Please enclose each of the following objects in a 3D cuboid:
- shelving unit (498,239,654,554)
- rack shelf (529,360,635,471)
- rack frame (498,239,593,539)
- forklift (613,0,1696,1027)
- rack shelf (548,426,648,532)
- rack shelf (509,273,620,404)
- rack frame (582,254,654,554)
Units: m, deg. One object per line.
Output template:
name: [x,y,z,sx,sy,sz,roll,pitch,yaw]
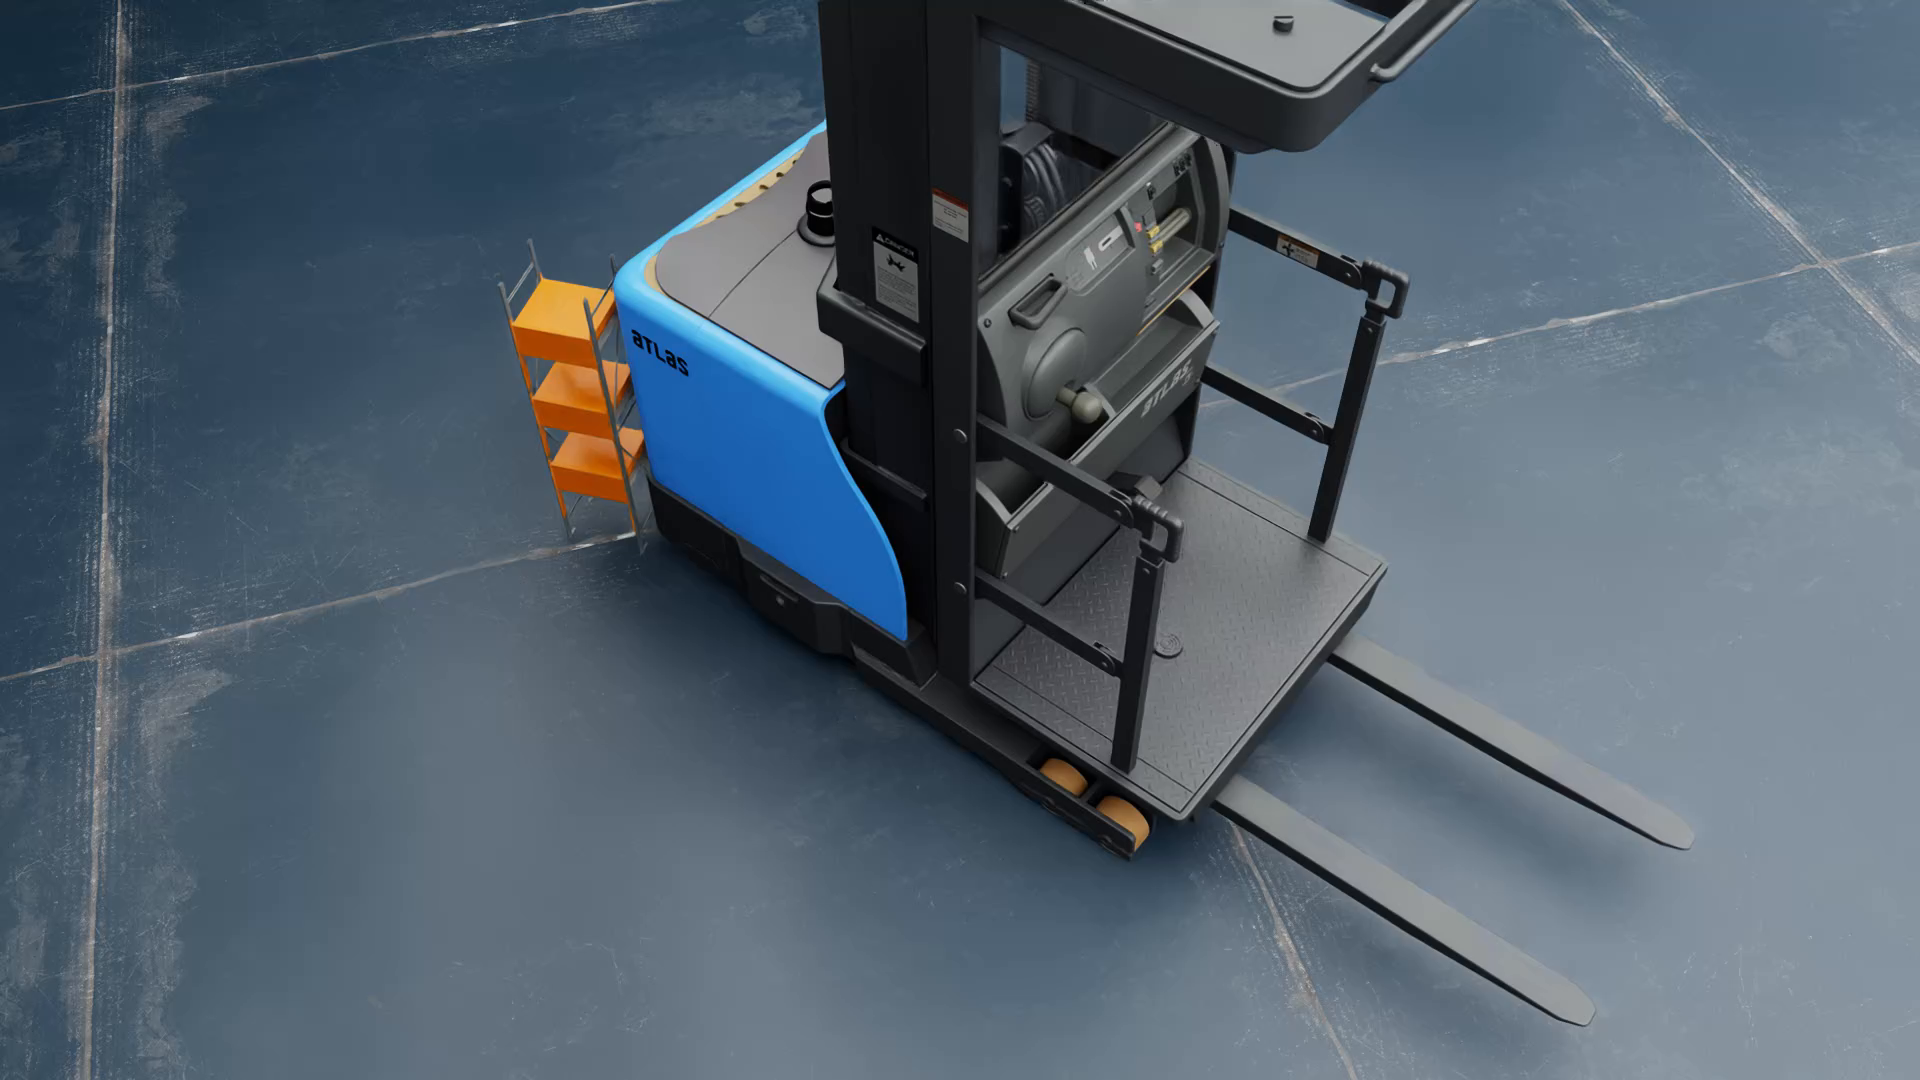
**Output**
shelving unit: [-1.090,-0.392,4.894,0.252,1.050,0.215,12,51,10]
rack shelf: [-1.090,-0.385,4.902,0.240,0.259,0.215,12,51,10]
rack frame: [-1.208,-0.416,4.914,0.008,1.050,0.200,12,51,10]
forklift: [0.518,-0.554,3.800,3.031,2.935,1.130,31,57,24]
rack shelf: [-1.090,-0.206,5.114,0.240,0.259,0.215,12,51,10]
rack shelf: [-1.090,-0.568,4.685,0.240,0.259,0.215,12,51,10]
rack frame: [-0.973,-0.368,4.873,0.008,1.050,0.200,12,51,10]
